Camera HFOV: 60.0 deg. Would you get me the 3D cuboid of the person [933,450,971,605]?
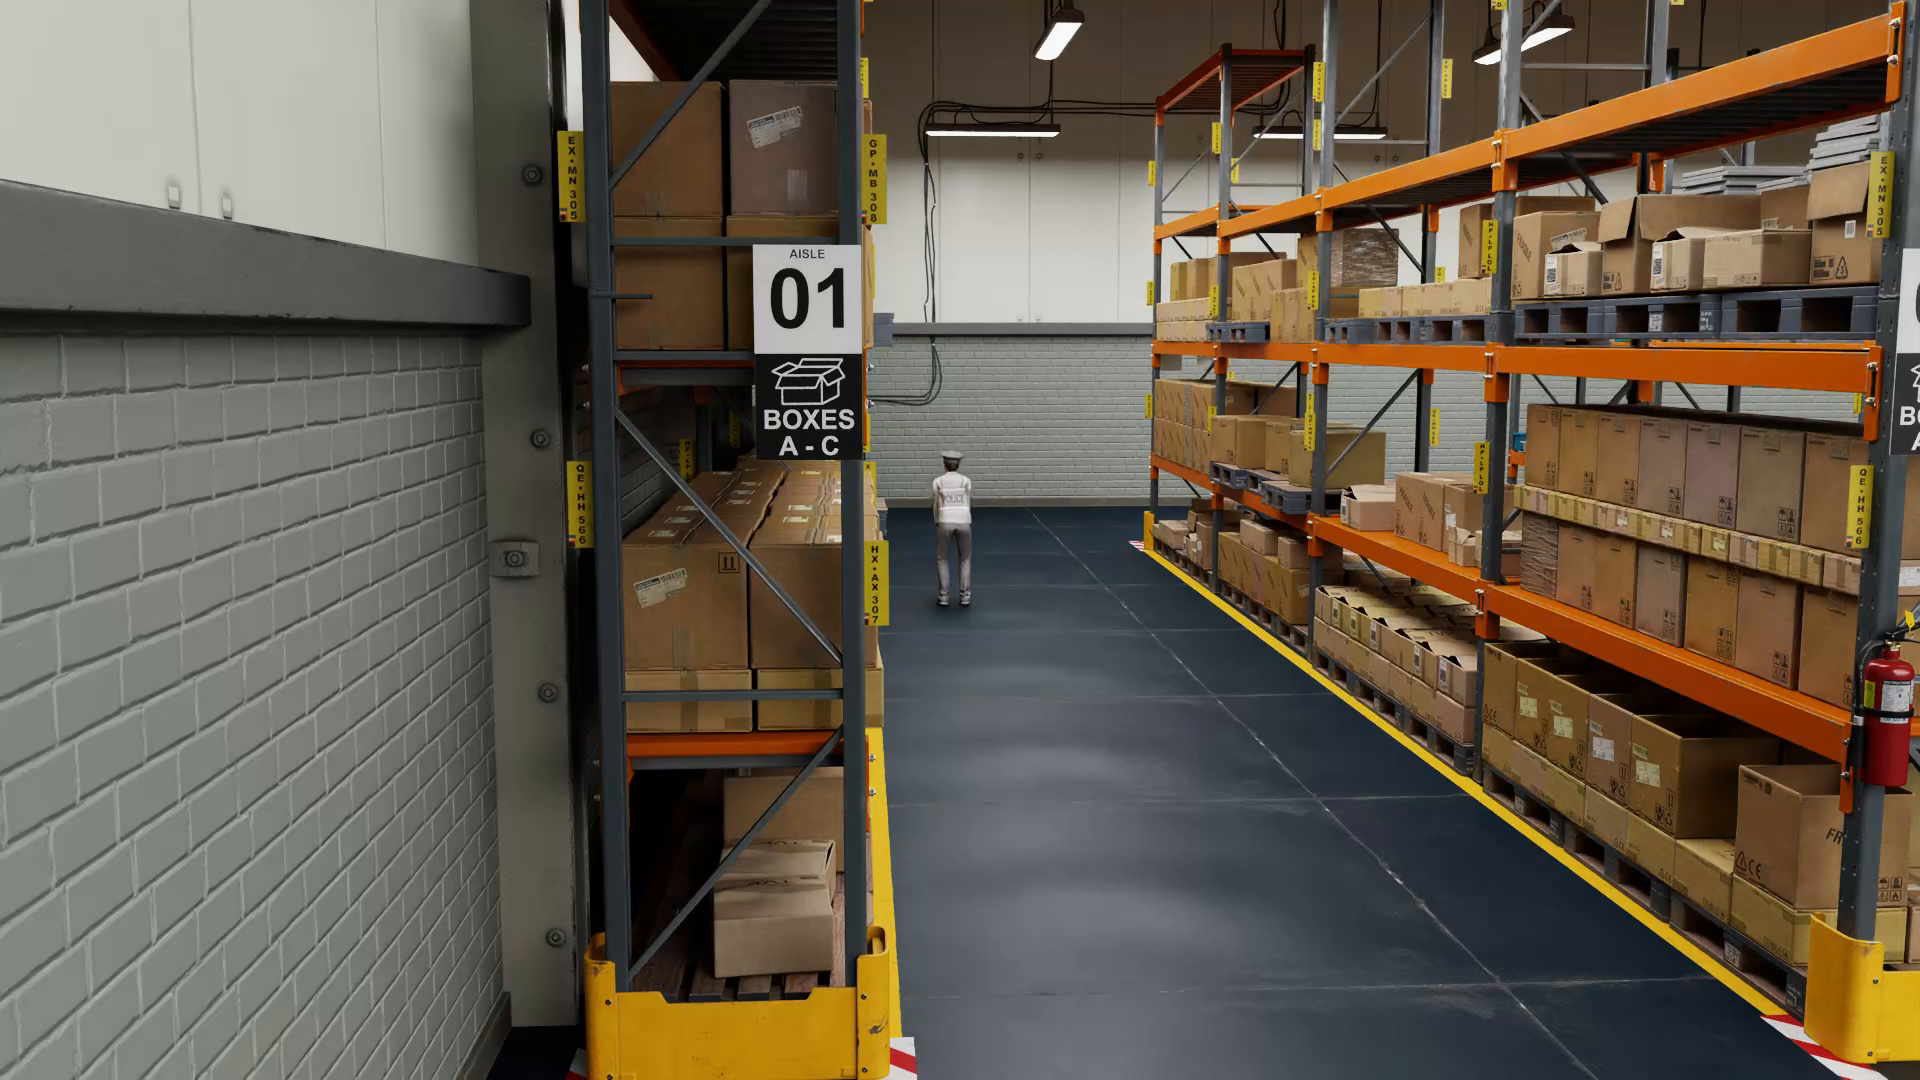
[{"bbox_3d":[-0.089,-0.135,17.898,0.417,1.663,0.544,-1,7,-5],"label":"person"}]
